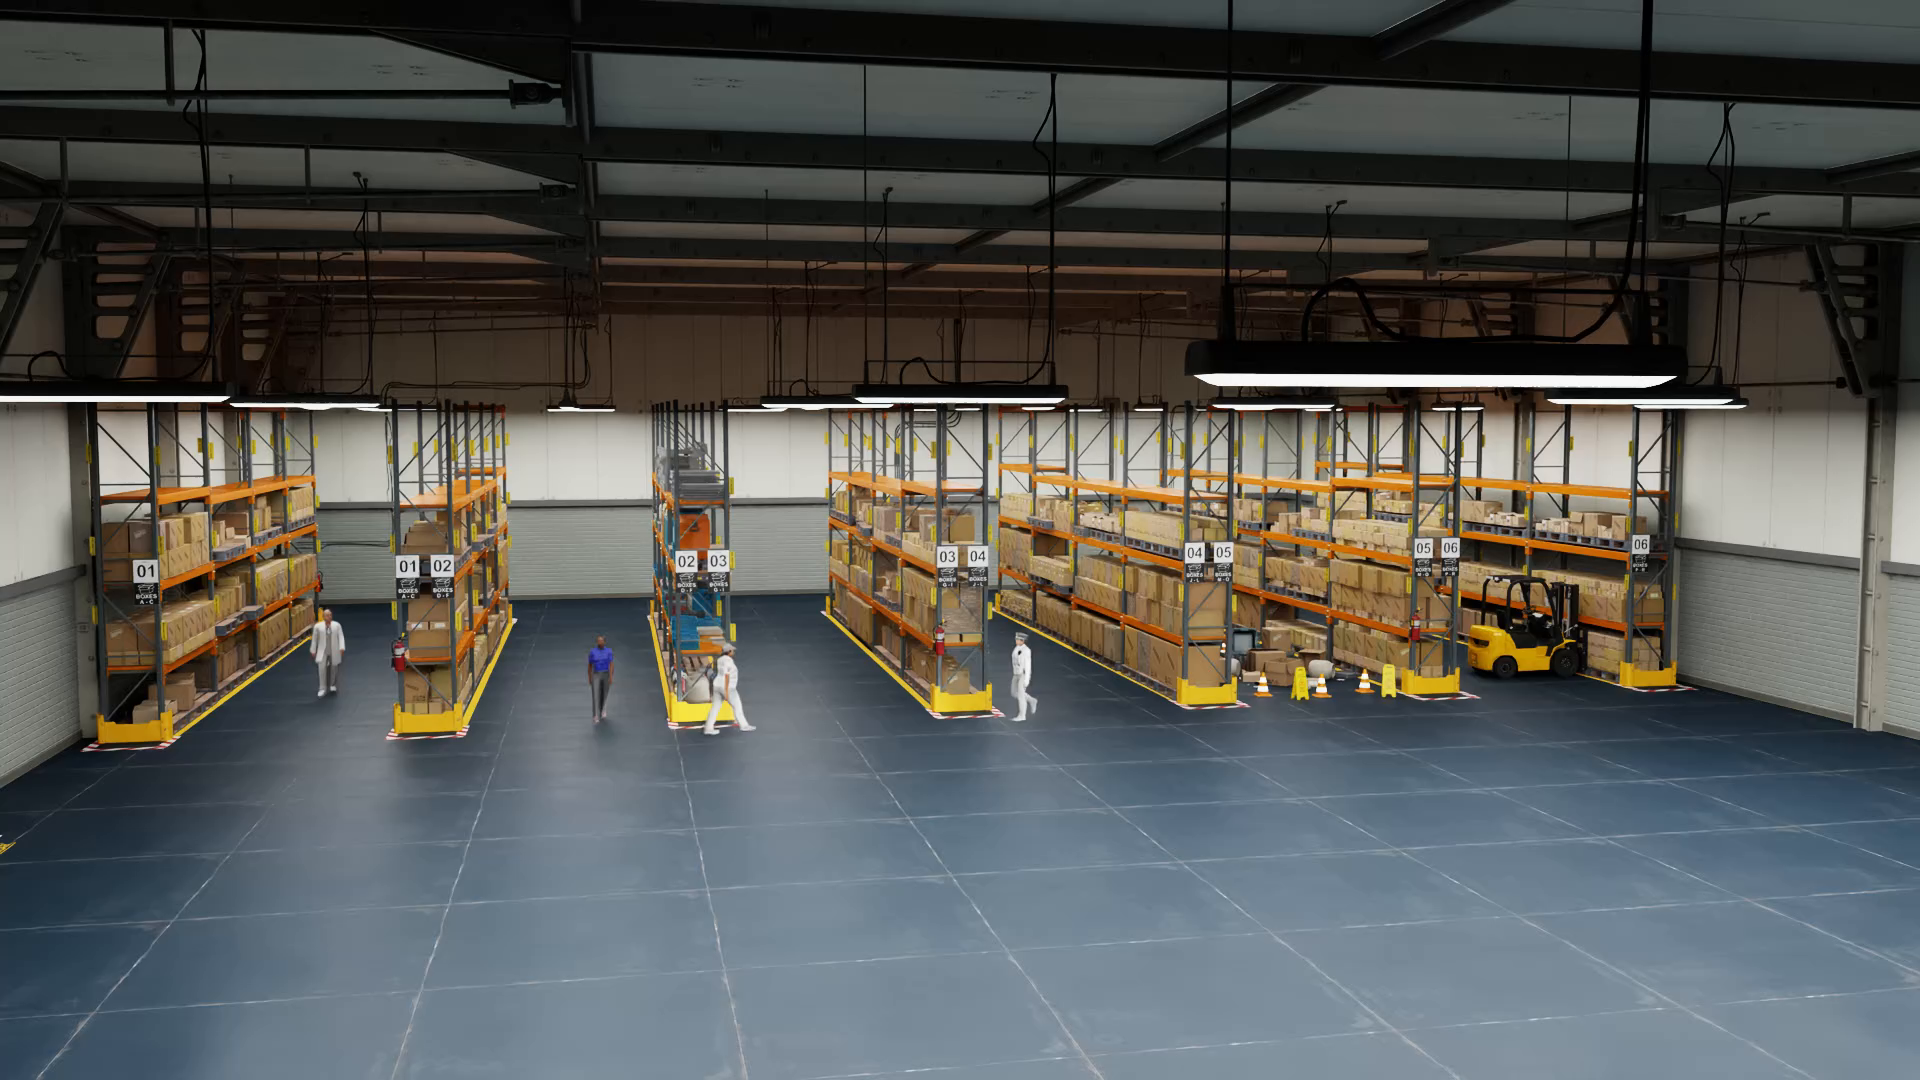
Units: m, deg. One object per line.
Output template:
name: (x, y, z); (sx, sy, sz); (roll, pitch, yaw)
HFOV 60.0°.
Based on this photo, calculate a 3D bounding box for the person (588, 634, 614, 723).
person: (-6.682, 2.569, 30.985); (0.468, 1.590, 0.978); (-2, 5, -21)

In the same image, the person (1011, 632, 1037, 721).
person: (1.212, 2.541, 31.123); (0.593, 1.656, 0.541); (-2, 5, -26)

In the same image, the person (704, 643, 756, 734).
person: (-4.167, 2.648, 29.844); (0.970, 1.598, 0.505); (-4, 6, -42)

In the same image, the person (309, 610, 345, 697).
person: (-12.880, 2.282, 33.850); (0.684, 1.717, 1.114); (-2, 5, -21)
